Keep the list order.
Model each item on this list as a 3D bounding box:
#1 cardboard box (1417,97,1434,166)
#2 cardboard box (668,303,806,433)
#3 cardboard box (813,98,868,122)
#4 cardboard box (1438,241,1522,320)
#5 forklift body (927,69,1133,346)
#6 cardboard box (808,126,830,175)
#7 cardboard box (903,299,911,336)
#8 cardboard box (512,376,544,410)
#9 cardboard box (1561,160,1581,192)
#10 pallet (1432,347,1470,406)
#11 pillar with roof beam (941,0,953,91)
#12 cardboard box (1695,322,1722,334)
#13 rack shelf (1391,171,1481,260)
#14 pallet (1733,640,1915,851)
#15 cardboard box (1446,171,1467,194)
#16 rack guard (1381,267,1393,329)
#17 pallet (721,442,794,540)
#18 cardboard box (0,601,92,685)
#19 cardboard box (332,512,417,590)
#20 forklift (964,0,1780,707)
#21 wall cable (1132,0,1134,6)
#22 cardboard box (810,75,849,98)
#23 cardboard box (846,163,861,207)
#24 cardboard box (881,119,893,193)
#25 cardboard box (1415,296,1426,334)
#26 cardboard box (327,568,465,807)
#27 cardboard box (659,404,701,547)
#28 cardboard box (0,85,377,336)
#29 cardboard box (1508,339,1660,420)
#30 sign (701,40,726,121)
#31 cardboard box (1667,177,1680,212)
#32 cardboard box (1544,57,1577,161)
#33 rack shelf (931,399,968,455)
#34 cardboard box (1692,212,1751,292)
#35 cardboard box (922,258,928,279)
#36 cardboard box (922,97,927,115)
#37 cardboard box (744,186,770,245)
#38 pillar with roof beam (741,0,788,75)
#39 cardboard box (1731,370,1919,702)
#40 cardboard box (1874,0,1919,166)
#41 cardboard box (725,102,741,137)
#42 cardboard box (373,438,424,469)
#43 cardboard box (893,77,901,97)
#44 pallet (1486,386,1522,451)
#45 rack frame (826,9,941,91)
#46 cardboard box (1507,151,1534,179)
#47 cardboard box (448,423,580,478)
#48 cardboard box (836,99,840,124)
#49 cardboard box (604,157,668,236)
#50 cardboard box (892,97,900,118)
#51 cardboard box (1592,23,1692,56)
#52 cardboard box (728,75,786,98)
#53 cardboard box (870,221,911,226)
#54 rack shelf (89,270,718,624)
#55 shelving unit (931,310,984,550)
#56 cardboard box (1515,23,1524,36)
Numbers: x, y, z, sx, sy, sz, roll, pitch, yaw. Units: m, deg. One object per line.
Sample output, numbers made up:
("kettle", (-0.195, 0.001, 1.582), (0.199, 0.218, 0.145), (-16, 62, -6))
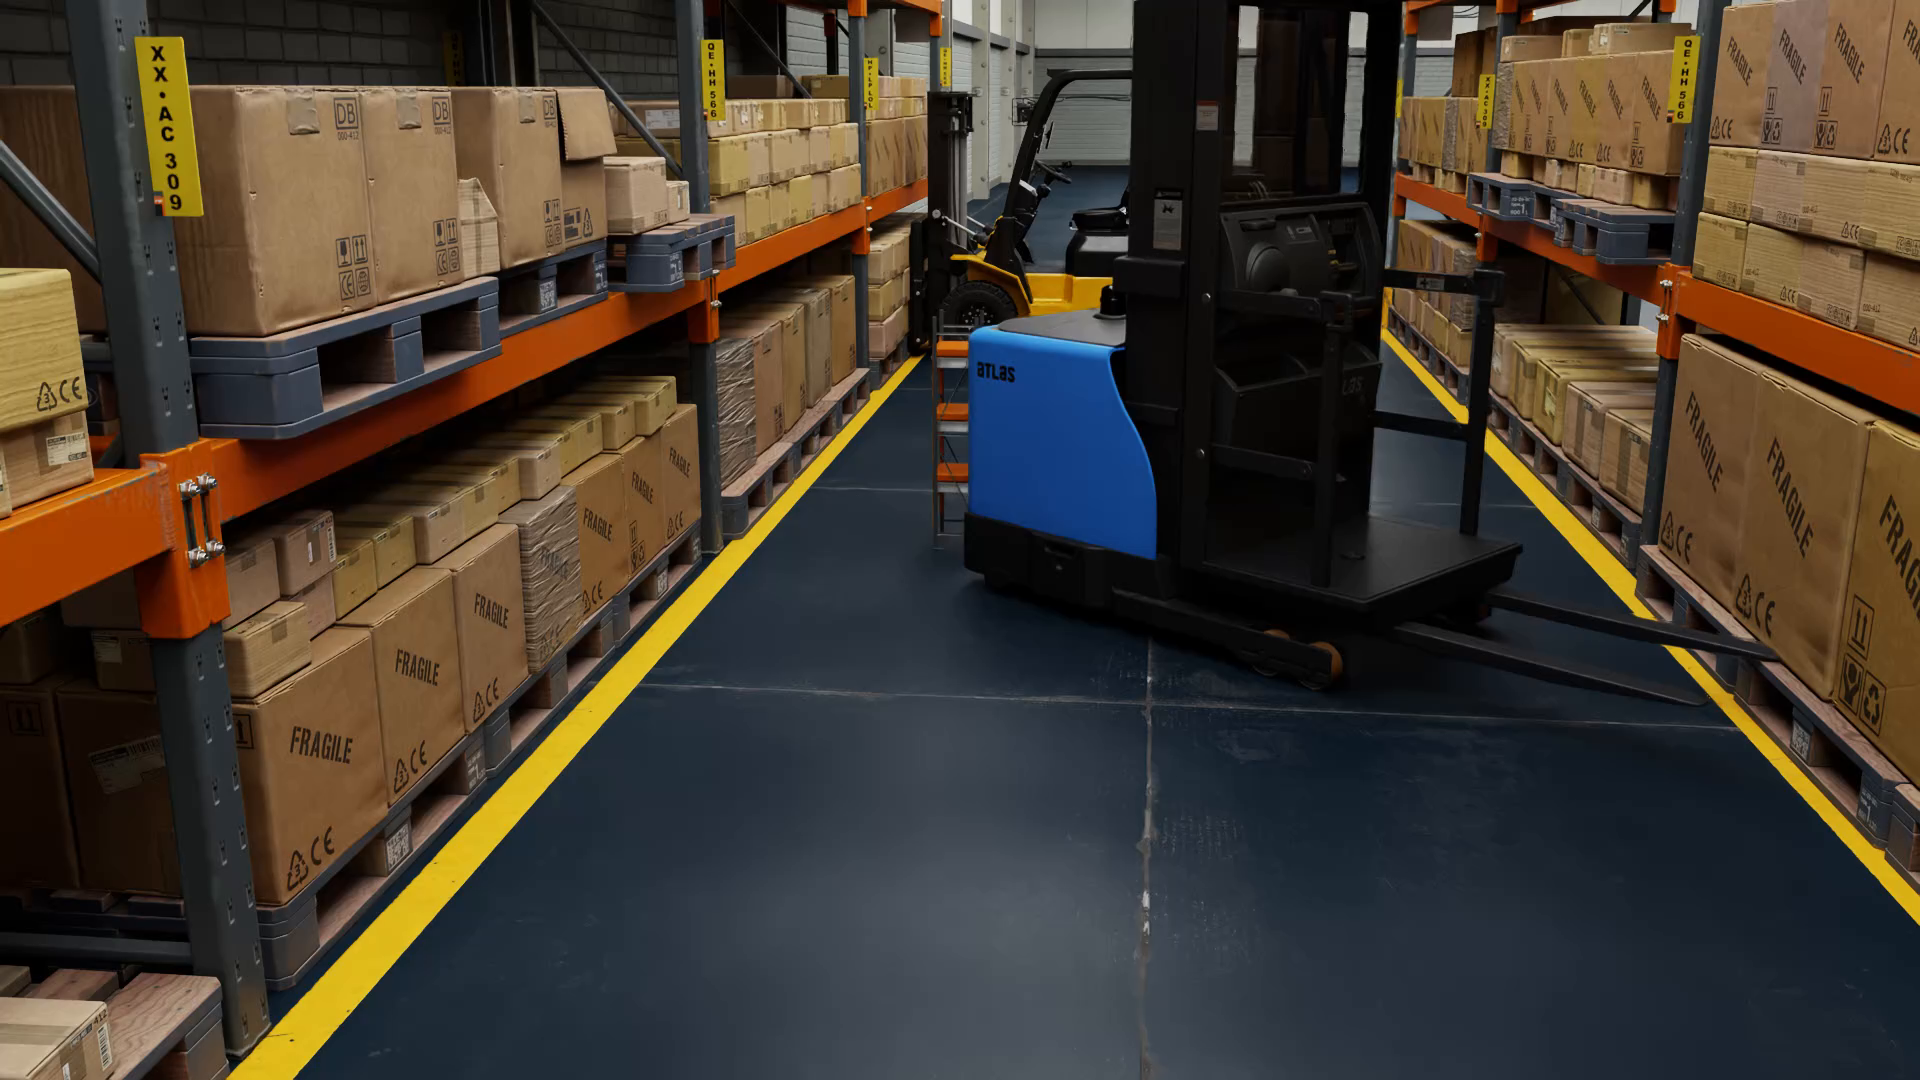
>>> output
("cardboard box", (3.825, -3.144, 12.783), (0.500, 0.500, 0.500), (1, 15, 5))
("cardboard box", (-1.344, -0.966, 9.234), (0.875, 0.625, 0.625), (1, 15, 4))
("cardboard box", (-0.821, -2.878, 11.124), (0.380, 0.149, 0.250), (1, 15, 5))
("cardboard box", (3.670, -1.827, 11.699), (0.500, 0.500, 0.500), (2, 15, 7))
("forklift body", (0.932, -2.524, 12.875), (2.313, 2.155, 1.214), (2, 15, 6))
("cardboard box", (-1.034, -2.210, 9.417), (0.500, 0.250, 0.500), (2, 15, 7))
("cardboard box", (-0.650, -1.699, 12.660), (0.500, 0.250, 0.500), (2, 15, 7))
("cardboard box", (-1.938, -0.587, 6.829), (0.380, 0.149, 0.250), (2, 15, 9))
("cardboard box", (3.262, -1.837, 8.384), (0.380, 0.149, 0.250), (1, 15, 4))
("pallet", (3.855, -1.126, 11.420), (1.003, 0.211, 1.213), (2, 15, 6))
("pillar with roof beam", (3.991, -9.207, 24.470), (9.100, 9.000, 0.400), (2, 15, 6))
("cardboard box", (5.287, -1.329, 11.614), (0.500, 0.500, 0.500), (-14, 20, -42))
("rack shelf", (4.040, -2.468, 12.420), (1.077, 0.370, 4.000), (2, 15, 6))
("pallet", (3.059, 0.605, 5.020), (1.003, 0.211, 1.213), (2, 15, 6))
("cardboard box", (3.659, -2.531, 11.757), (0.380, 0.149, 0.250), (1, 15, 5))
("rack guard", (4.257, -2.107, 14.498), (1.175, 0.500, 0.348), (2, 15, 6))
("pallet", (-1.438, -0.270, 8.258), (1.003, 0.211, 1.213), (2, 15, 6))
("cardboard box", (-2.266, 0.220, 3.843), (0.380, 0.149, 0.250), (1, 15, 4))
("cardboard box", (-1.726, 0.026, 4.560), (0.380, 0.149, 0.250), (1, 15, 5))
("forklift", (1.403, -1.048, 5.923), (1.130, 2.935, 3.031), (-14, 21, -42))
("wall cable", (6.079, -15.586, 44.337), (3.097, 2.526, 0.112), (2, 15, 6))
("cardboard box", (-0.787, -3.021, 11.082), (0.380, 0.149, 0.250), (2, 15, 7))
("cardboard box", (-0.915, -2.231, 10.453), (0.500, 0.250, 0.500), (2, 15, 8))
("cardboard box", (-0.766, -2.733, 11.831), (0.500, 0.500, 0.500), (2, 15, 7))
("cardboard box", (3.786, -1.734, 12.792), (0.500, 0.250, 0.500), (3, 15, 10))
("cardboard box", (-1.692, 0.380, 4.495), (0.500, 0.500, 0.500), (1, 15, 6))
("cardboard box", (-1.404, -0.284, 6.951), (0.500, 0.500, 0.500), (2, 15, 8))
("cardboard box", (-1.744, -0.737, 3.644), (0.700, 0.500, 0.500), (2, 15, 8))
("cardboard box", (3.680, -0.908, 9.503), (0.950, 0.372, 0.625), (3, 15, 10))
("sign", (-1.029, -1.911, 6.918), (0.100, 0.325, 0.005), (2, 15, 6))
("cardboard box", (3.166, -1.432, 6.889), (0.380, 0.149, 0.250), (2, 15, 8))
("cardboard box", (3.304, -2.187, 8.436), (0.500, 0.500, 0.500), (1, 15, 4))
("rack shelf", (-0.006, -0.483, 7.476), (0.215, 0.259, 0.240), (2, 15, 6))
("cardboard box", (3.058, -1.067, 6.149), (0.500, 0.250, 0.500), (1, 15, 5))
("cardboard box", (-0.516, -2.196, 13.542), (0.500, 0.250, 0.500), (1, 15, 5))
("cardboard box", (-0.427, -3.675, 14.073), (0.380, 0.149, 0.250), (2, 15, 7))
("cardboard box", (-1.215, -1.570, 8.009), (0.500, 0.250, 0.500), (1, 15, 5))
("pillar with roof beam", (2.637, -6.094, 12.960), (9.100, 9.000, 0.400), (2, 15, 6))
("cardboard box", (3.098, -0.028, 5.285), (0.875, 0.875, 0.875), (2, 15, 7))
("cardboard box", (2.884, -1.276, 4.526), (0.500, 0.500, 0.500), (2, 15, 7))
("cardboard box", (-1.212, -1.909, 7.541), (0.380, 0.149, 0.250), (2, 15, 7))
("cardboard box", (-2.031, -0.250, 5.583), (0.380, 0.149, 0.250), (2, 15, 7))
("cardboard box", (-0.665, -3.487, 12.807), (0.380, 0.149, 0.250), (2, 15, 7))
("pallet", (3.728, -0.748, 10.025), (1.003, 0.211, 1.213), (2, 15, 6))
("rack frame", (-0.667, -3.479, 14.782), (1.000, 3.000, 0.127), (2, 15, 6))
("cardboard box", (3.401, -2.179, 9.652), (0.380, 0.149, 0.250), (2, 15, 7))
("cardboard box", (-1.550, -0.307, 5.793), (0.380, 0.149, 0.250), (1, 15, 5))
("cardboard box", (-0.947, -2.640, 10.246), (0.380, 0.149, 0.250), (1, 15, 5))
("cardboard box", (-1.367, -1.251, 6.026), (0.500, 0.250, 0.500), (1, 15, 4))
("cardboard box", (-0.648, -3.209, 12.349), (0.380, 0.149, 0.250), (1, 15, 4))
("cardboard box", (3.267, -2.399, 7.980), (0.380, 0.149, 0.250), (1, 15, 4))
("cardboard box", (-1.382, -3.038, 11.148), (0.380, 0.149, 0.250), (2, 15, 6))
("cardboard box", (-0.508, -2.445, 13.504), (0.500, 0.250, 0.500), (2, 15, 7))
("rack shelf", (-1.795, -0.538, 5.284), (1.077, 0.370, 4.000), (2, 15, 6))
("shelving unit", (-0.006, -0.493, 7.474), (0.215, 1.050, 0.252), (2, 15, 6))
("cardboard box", (4.242, -3.340, 11.590), (0.700, 0.500, 0.500), (1, 15, 5))
